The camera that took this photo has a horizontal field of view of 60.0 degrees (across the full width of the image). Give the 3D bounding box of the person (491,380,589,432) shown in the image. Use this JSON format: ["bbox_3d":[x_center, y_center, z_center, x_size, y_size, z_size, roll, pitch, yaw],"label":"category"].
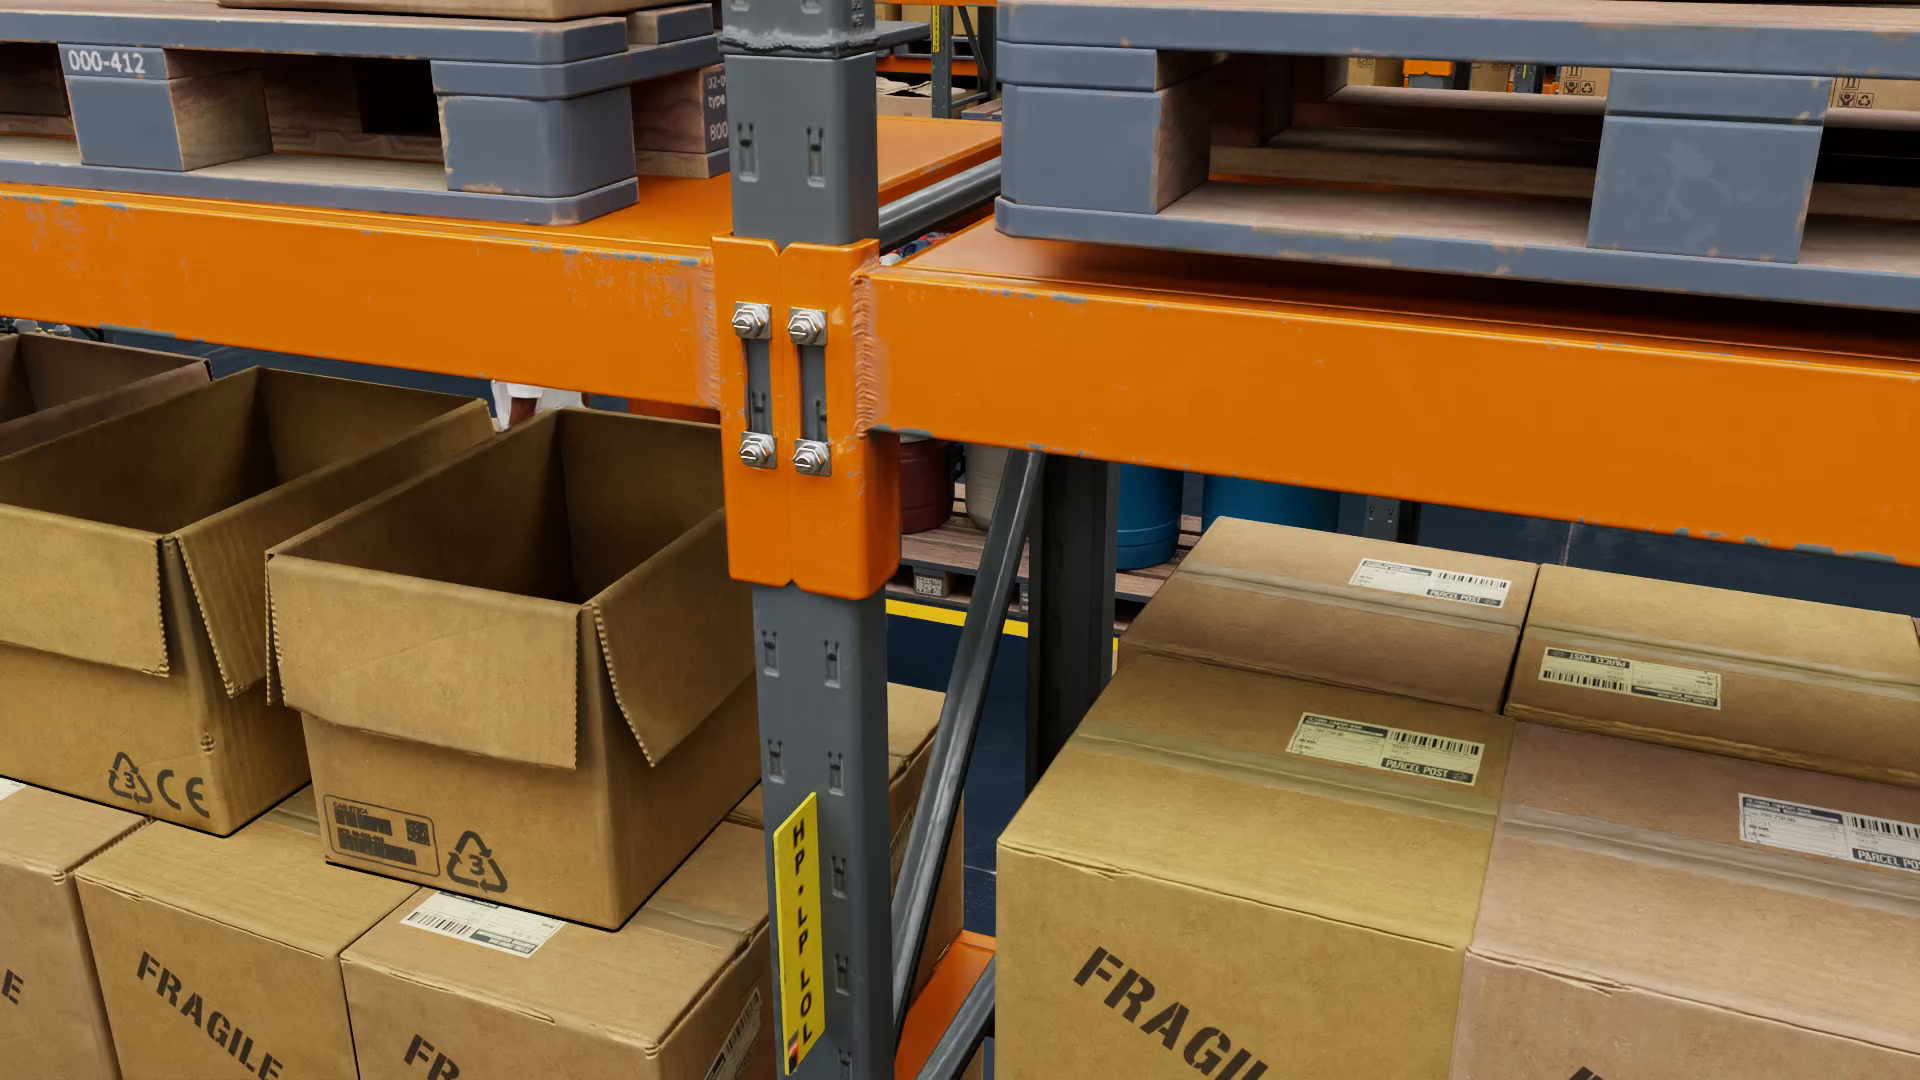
[{"bbox_3d":[-1.701,-0.380,6.921,0.602,1.755,0.571,5,23,13],"label":"person"}]
